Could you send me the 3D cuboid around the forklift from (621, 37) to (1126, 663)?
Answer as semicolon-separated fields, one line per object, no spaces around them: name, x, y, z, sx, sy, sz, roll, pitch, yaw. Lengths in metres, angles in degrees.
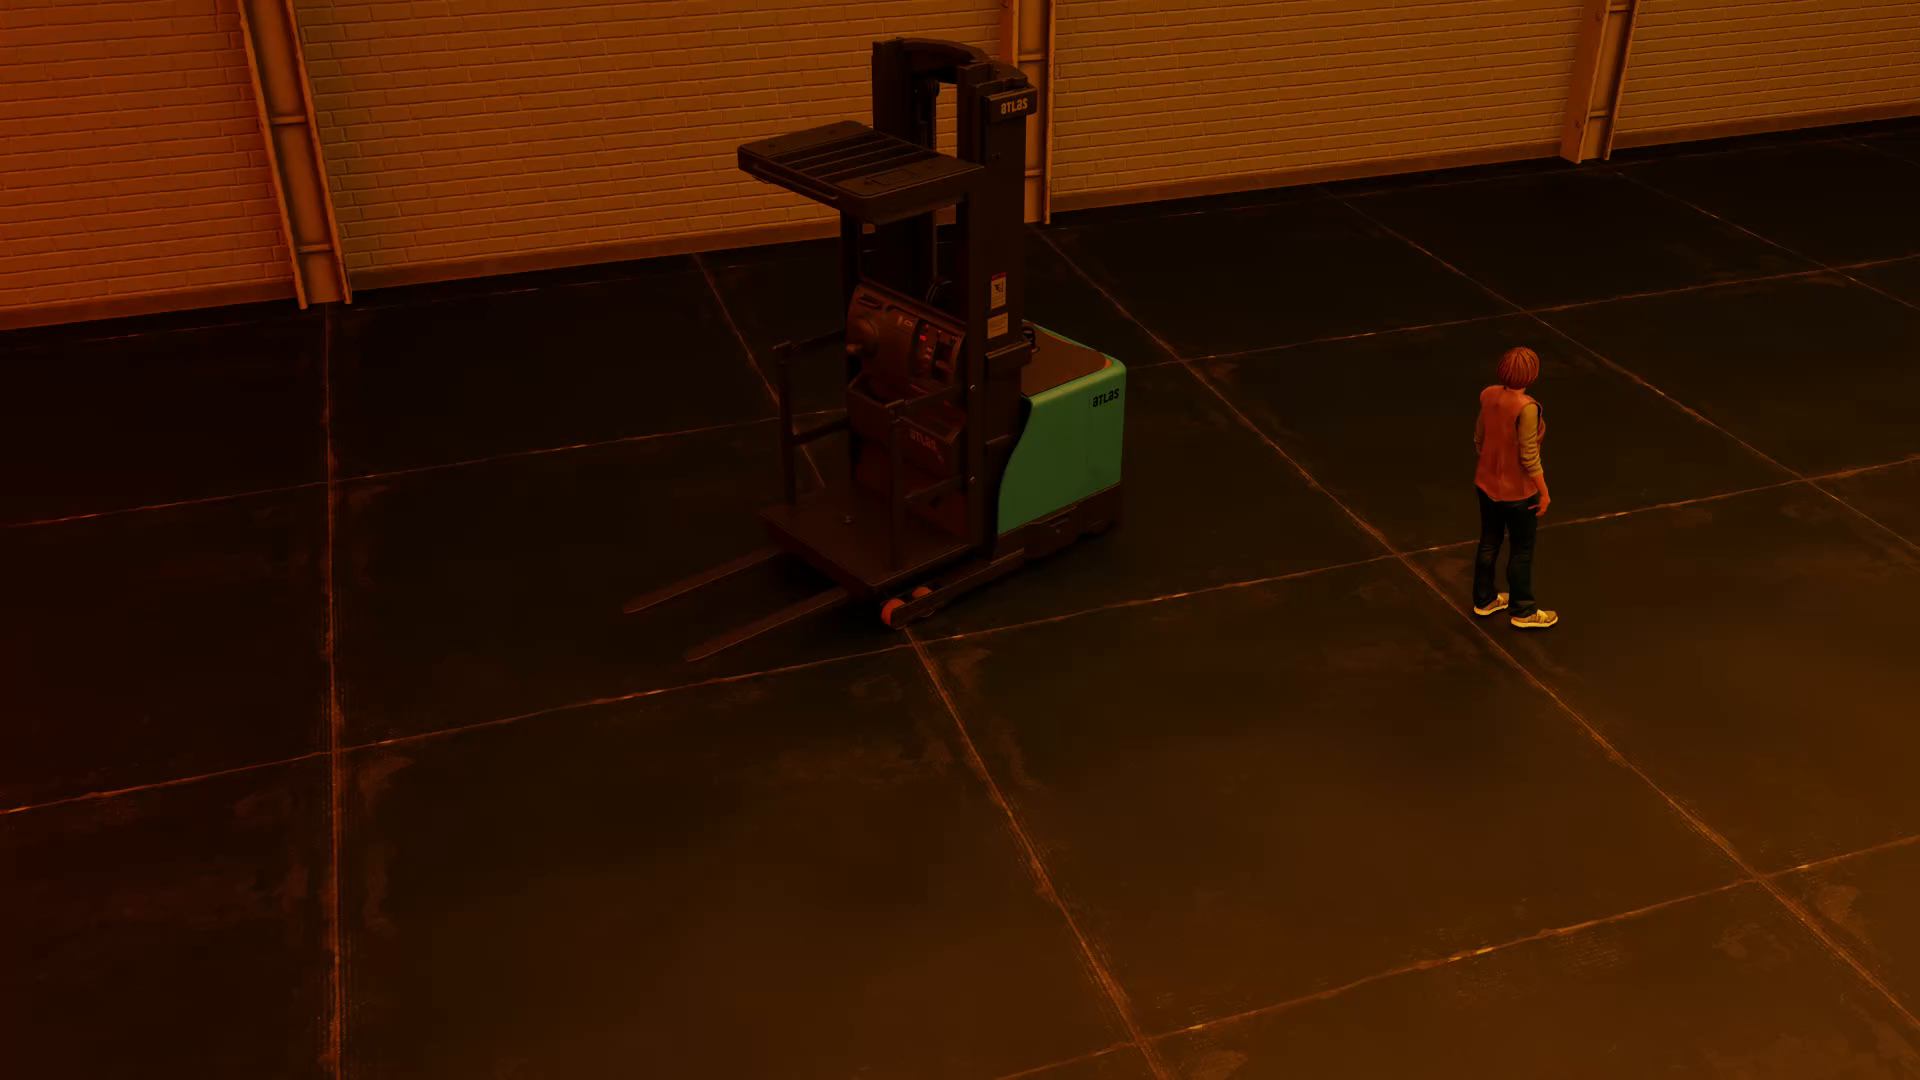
forklift;-0.461;-1.072;8.951;3.031;2.935;1.130;-23;37;-34

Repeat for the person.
person;3.001;-0.295;8.923;0.472;1.600;0.522;-13;32;-21
